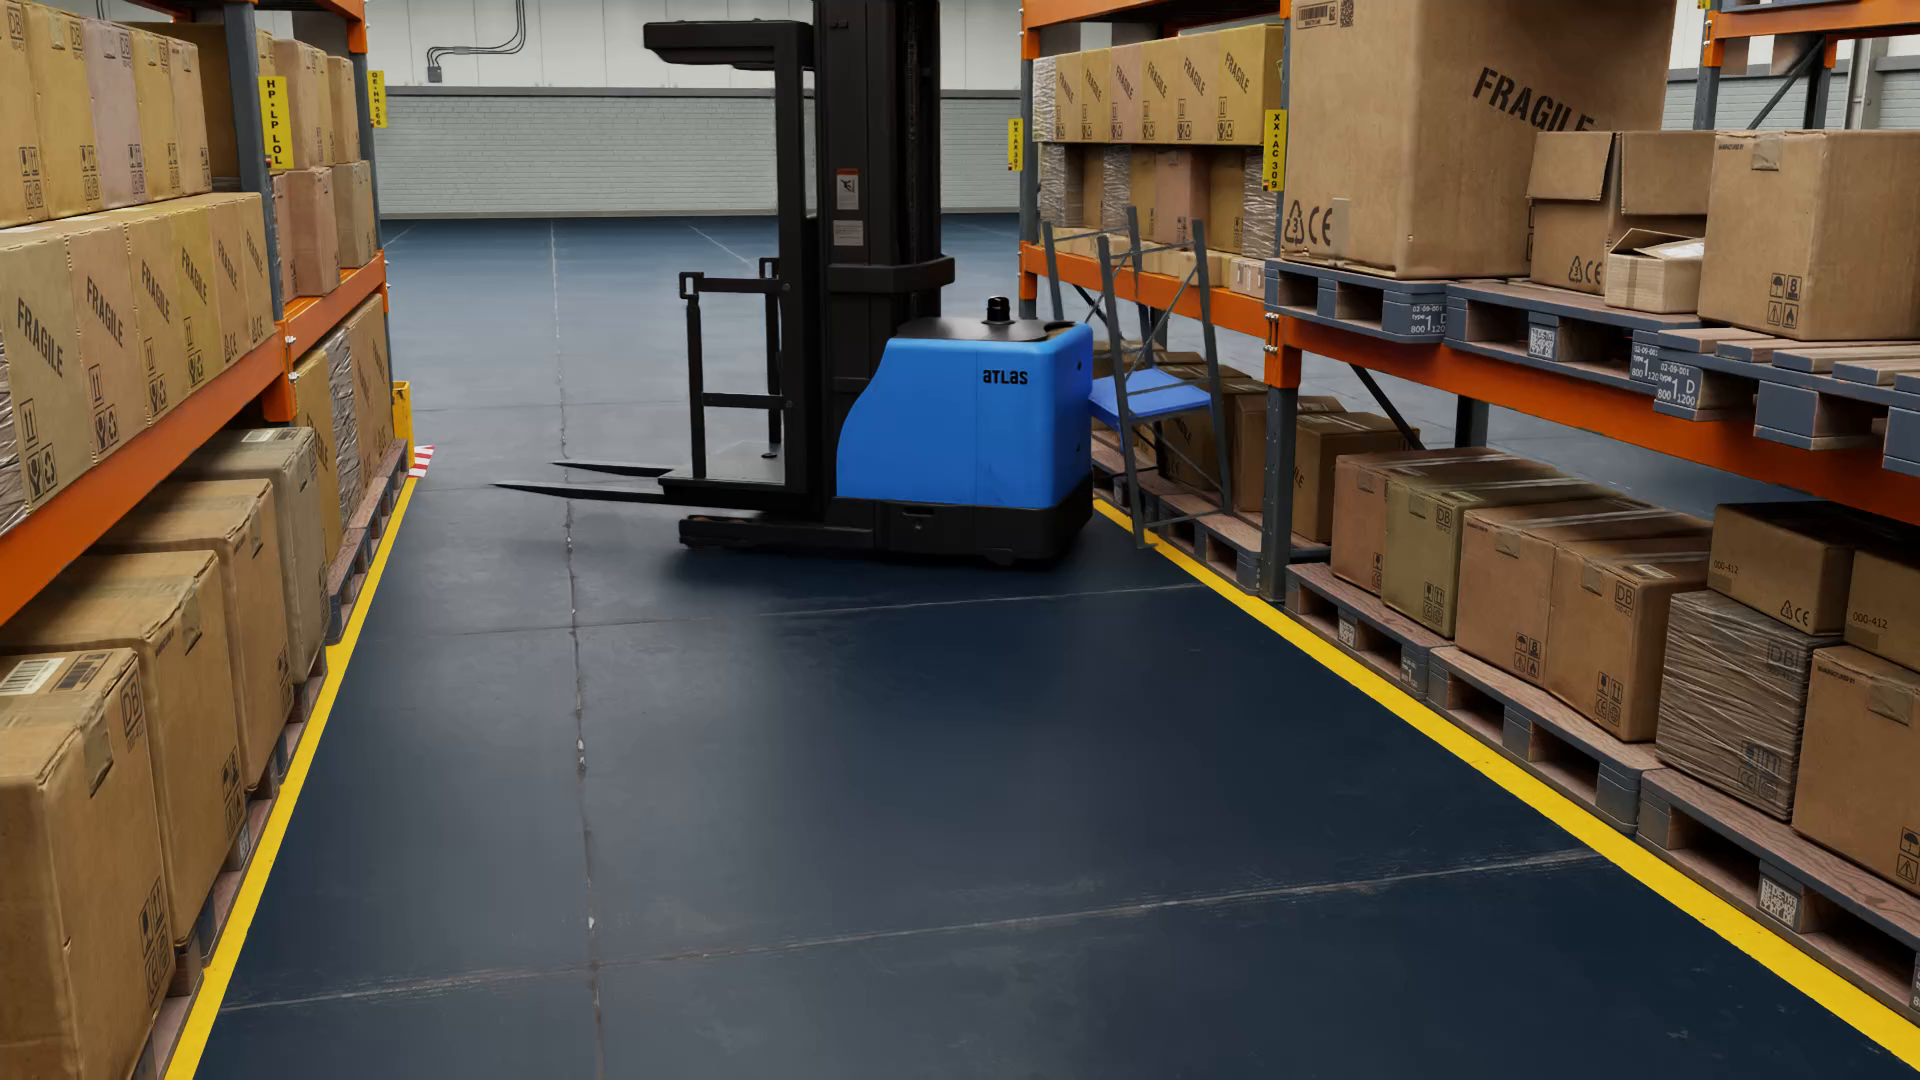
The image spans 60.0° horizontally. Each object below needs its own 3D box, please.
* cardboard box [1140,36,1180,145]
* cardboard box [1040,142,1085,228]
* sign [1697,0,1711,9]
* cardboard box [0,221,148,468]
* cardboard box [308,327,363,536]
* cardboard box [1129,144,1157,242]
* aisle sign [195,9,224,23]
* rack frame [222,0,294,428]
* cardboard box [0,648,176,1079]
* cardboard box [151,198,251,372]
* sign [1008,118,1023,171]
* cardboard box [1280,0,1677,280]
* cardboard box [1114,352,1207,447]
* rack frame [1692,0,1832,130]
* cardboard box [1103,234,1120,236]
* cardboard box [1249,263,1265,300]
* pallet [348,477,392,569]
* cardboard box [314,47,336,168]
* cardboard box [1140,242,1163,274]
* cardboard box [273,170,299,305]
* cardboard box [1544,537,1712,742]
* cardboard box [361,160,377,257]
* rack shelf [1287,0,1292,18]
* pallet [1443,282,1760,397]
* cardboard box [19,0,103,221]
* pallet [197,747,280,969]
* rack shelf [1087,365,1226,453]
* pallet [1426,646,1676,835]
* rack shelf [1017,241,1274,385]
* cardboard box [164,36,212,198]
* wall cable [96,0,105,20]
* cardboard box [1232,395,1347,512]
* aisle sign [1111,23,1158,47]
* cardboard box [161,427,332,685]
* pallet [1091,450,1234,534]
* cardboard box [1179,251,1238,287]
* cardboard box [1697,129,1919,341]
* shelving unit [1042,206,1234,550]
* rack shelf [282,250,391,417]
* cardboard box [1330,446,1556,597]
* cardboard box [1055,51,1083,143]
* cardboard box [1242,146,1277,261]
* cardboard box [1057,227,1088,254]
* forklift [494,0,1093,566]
[{"bbox_3d":[1.217,-2.215,8.228,0.500,0.500,0.500,-3,14,-13],"label":"cardboard box"},{"bbox_3d":[0.989,-2.204,10.292,0.875,0.500,0.500,-3,14,-13],"label":"cardboard box"},{"bbox_3d":[5.165,-3.847,11.516,0.100,0.325,0.005,-3,14,-13],"label":"sign"},{"bbox_3d":[-2.163,-0.442,3.704,0.500,0.500,0.500,-3,14,-13],"label":"cardboard box"},{"bbox_3d":[-3.314,-0.492,7.714,0.875,0.875,0.875,-3,14,-13],"label":"cardboard box"},{"bbox_3d":[1.404,-1.862,8.890,0.875,0.500,0.500,-3,14,-13],"label":"cardboard box"},{"bbox_3d":[-4.267,-3.149,9.518,0.394,0.787,0.004,-3,14,-13],"label":"aisle sign"},{"bbox_3d":[-3.019,-0.964,6.051,1.000,3.000,0.127,-3,14,-13],"label":"rack frame"},{"bbox_3d":[-2.135,0.702,3.087,1.050,0.750,0.750,-3,14,-14],"label":"cardboard box"},{"bbox_3d":[-2.518,-0.790,5.130,0.500,0.500,0.500,-3,14,-14],"label":"cardboard box"},{"bbox_3d":[0.359,-2.530,10.638,0.100,0.325,0.005,-3,14,-13],"label":"sign"},{"bbox_3d":[1.876,-1.521,6.184,1.000,1.000,1.000,-3,14,-13],"label":"cardboard box"},{"bbox_3d":[1.190,-0.848,9.961,0.500,0.500,0.500,0,14,2],"label":"cardboard box"},{"bbox_3d":[5.701,-2.416,11.994,1.000,3.000,0.127,-3,14,-13],"label":"rack frame"},{"bbox_3d":[1.022,-1.651,9.392,0.380,0.149,0.250,-3,14,-13],"label":"cardboard box"},{"bbox_3d":[1.489,-1.128,7.253,0.380,0.149,0.250,-3,14,-13],"label":"cardboard box"},{"bbox_3d":[-3.412,-0.071,8.272,1.003,0.211,1.213,-3,14,-13],"label":"pallet"},{"bbox_3d":[-3.440,-2.023,7.794,0.875,0.550,0.500,-3,14,-13],"label":"cardboard box"},{"bbox_3d":[1.151,-1.475,8.673,0.380,0.149,0.250,-3,14,-13],"label":"cardboard box"},{"bbox_3d":[-3.269,-1.247,6.893,0.875,0.550,0.550,-3,14,-13],"label":"cardboard box"},{"bbox_3d":[2.306,0.295,5.237,0.700,0.500,0.500,-2,14,-8],"label":"cardboard box"},{"bbox_3d":[-3.828,-1.876,9.470,0.875,0.550,0.550,-3,14,-13],"label":"cardboard box"},{"bbox_3d":[2.295,-1.863,4.928,1.077,0.370,4.000,-3,14,-13],"label":"rack shelf"},{"bbox_3d":[2.260,-0.655,5.193,1.003,0.211,1.213,-3,14,-13],"label":"pallet"},{"bbox_3d":[-2.539,-1.032,4.014,0.700,0.500,0.500,-3,14,-14],"label":"cardboard box"},{"bbox_3d":[-2.475,0.847,4.516,1.003,0.211,1.213,-3,14,-13],"label":"pallet"},{"bbox_3d":[0.902,-0.670,8.338,0.538,0.185,1.000,-11,16,-9],"label":"rack shelf"},{"bbox_3d":[2.300,0.599,5.529,1.003,0.211,1.213,-3,14,-13],"label":"pallet"},{"bbox_3d":[1.356,-1.329,9.061,1.077,0.370,4.000,-3,14,-13],"label":"rack shelf"},{"bbox_3d":[-2.897,-1.384,5.453,0.700,0.500,0.500,-4,14,-14],"label":"cardboard box"},{"bbox_3d":[-18.106,-12.783,37.690,3.097,2.526,0.112,-3,14,-13],"label":"wall cable"},{"bbox_3d":[1.629,-0.433,8.260,0.500,0.500,0.500,1,14,5],"label":"cardboard box"},{"bbox_3d":[1.163,-3.433,10.683,0.394,0.787,0.004,-3,14,-13],"label":"aisle sign"},{"bbox_3d":[-2.786,0.063,5.703,1.050,0.750,0.750,-3,14,-13],"label":"cardboard box"},{"bbox_3d":[1.344,-0.297,9.199,1.003,0.211,1.213,-3,14,-13],"label":"pallet"},{"bbox_3d":[1.273,-1.299,7.952,0.380,0.149,0.250,-3,14,-13],"label":"cardboard box"},{"bbox_3d":[2.371,-0.792,4.254,0.700,0.500,0.500,-1,14,-5],"label":"cardboard box"},{"bbox_3d":[0.876,-0.841,8.288,0.538,1.500,1.048,-11,16,-9],"label":"shelving unit"},{"bbox_3d":[-3.489,-1.076,8.025,1.077,0.370,4.000,-3,14,-13],"label":"rack shelf"},{"bbox_3d":[1.949,-0.073,6.747,0.700,0.500,0.500,-4,14,-18],"label":"cardboard box"},{"bbox_3d":[0.861,-2.561,9.643,0.500,0.500,0.500,-3,14,-13],"label":"cardboard box"},{"bbox_3d":[1.780,-1.517,7.479,0.875,0.500,0.500,-3,14,-13],"label":"cardboard box"},{"bbox_3d":[0.806,-1.821,10.091,0.380,0.149,0.250,-3,14,-13],"label":"cardboard box"},{"bbox_3d":[-0.888,-1.475,8.288,3.031,2.935,1.130,4,14,15],"label":"forklift"}]
